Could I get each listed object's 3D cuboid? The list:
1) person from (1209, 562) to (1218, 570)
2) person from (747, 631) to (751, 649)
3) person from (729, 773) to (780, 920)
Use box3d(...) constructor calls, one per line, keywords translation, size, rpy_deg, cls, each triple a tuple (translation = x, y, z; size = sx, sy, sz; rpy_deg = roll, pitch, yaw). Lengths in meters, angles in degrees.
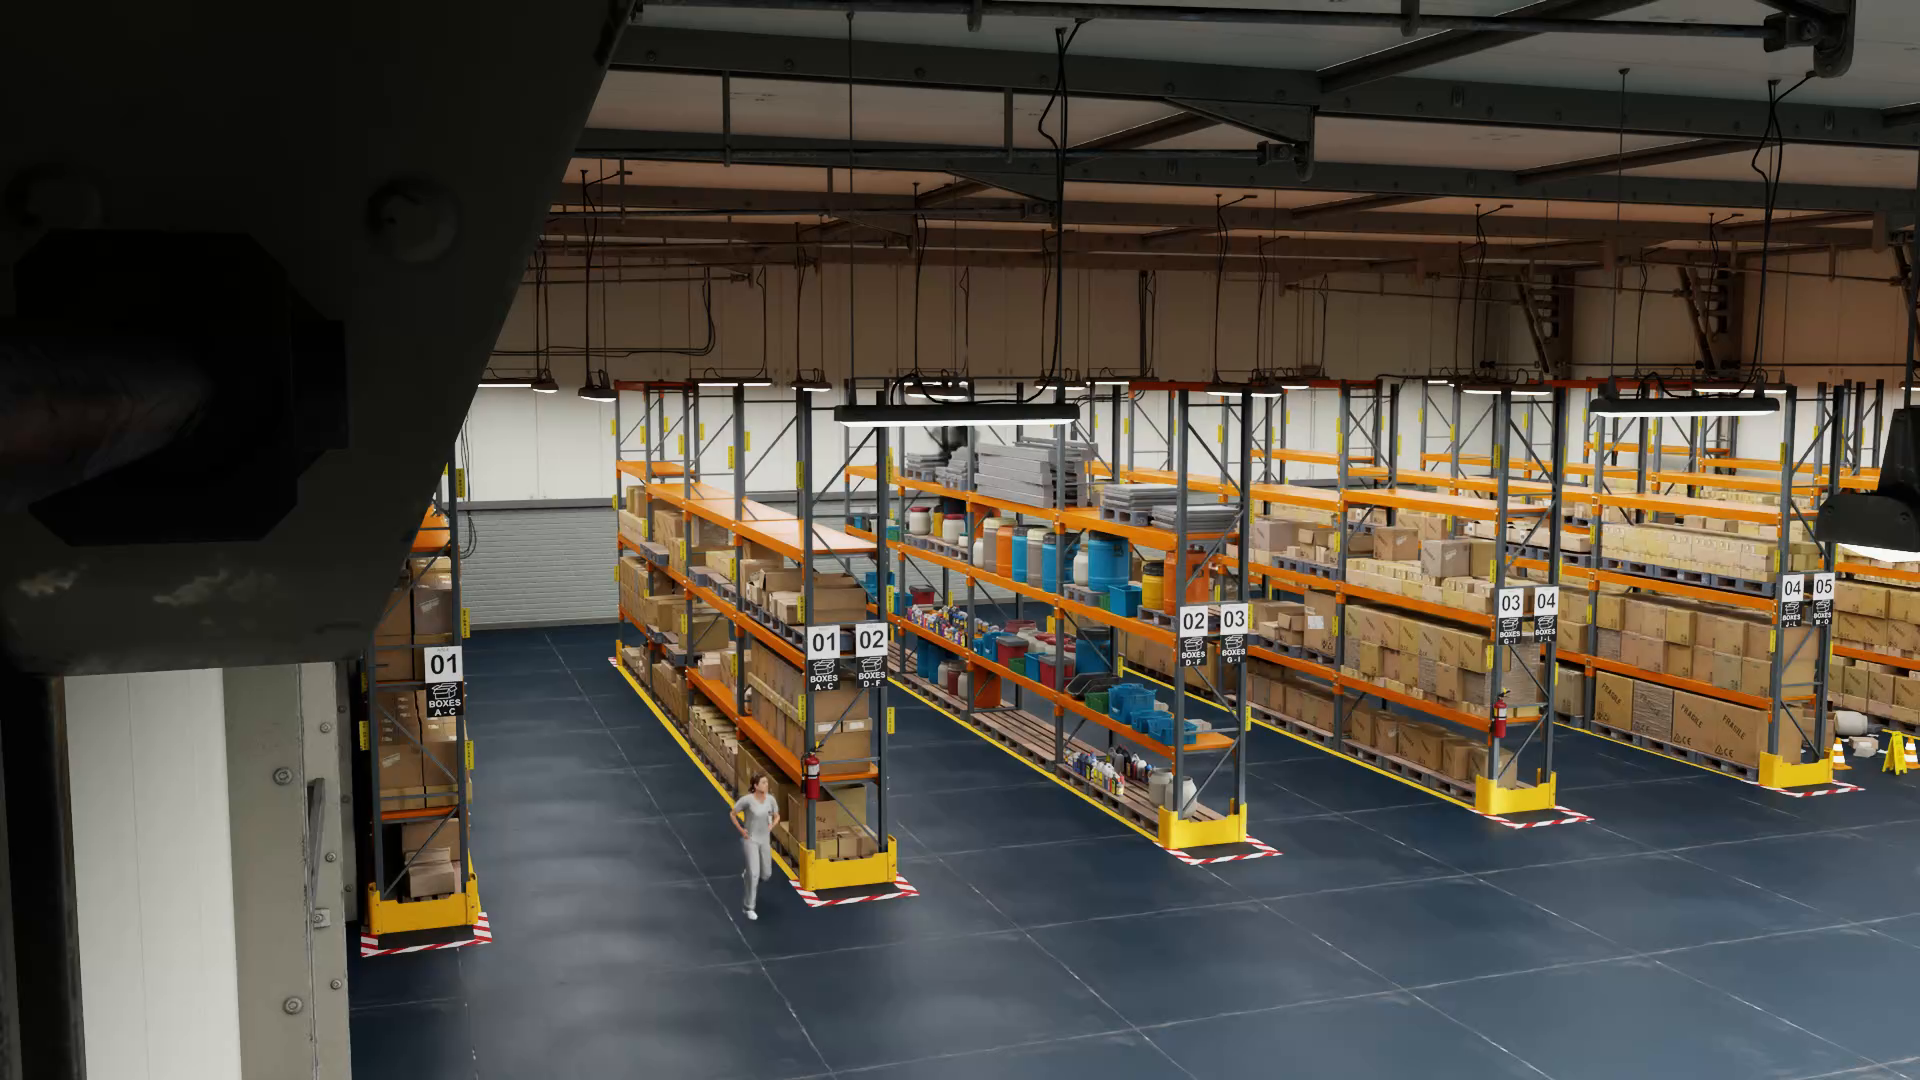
box3d(translation=(6.148, 1.192, 40.630), size=(0.709, 1.734, 0.561), rpy_deg=(4, 7, 34), cls="person")
box3d(translation=(-4.573, 1.810, 34.928), size=(0.613, 1.754, 0.733), rpy_deg=(-4, 7, -31), cls="person")
box3d(translation=(-2.369, 3.506, 19.370), size=(0.596, 1.628, 0.767), rpy_deg=(-4, 7, -34), cls="person")
